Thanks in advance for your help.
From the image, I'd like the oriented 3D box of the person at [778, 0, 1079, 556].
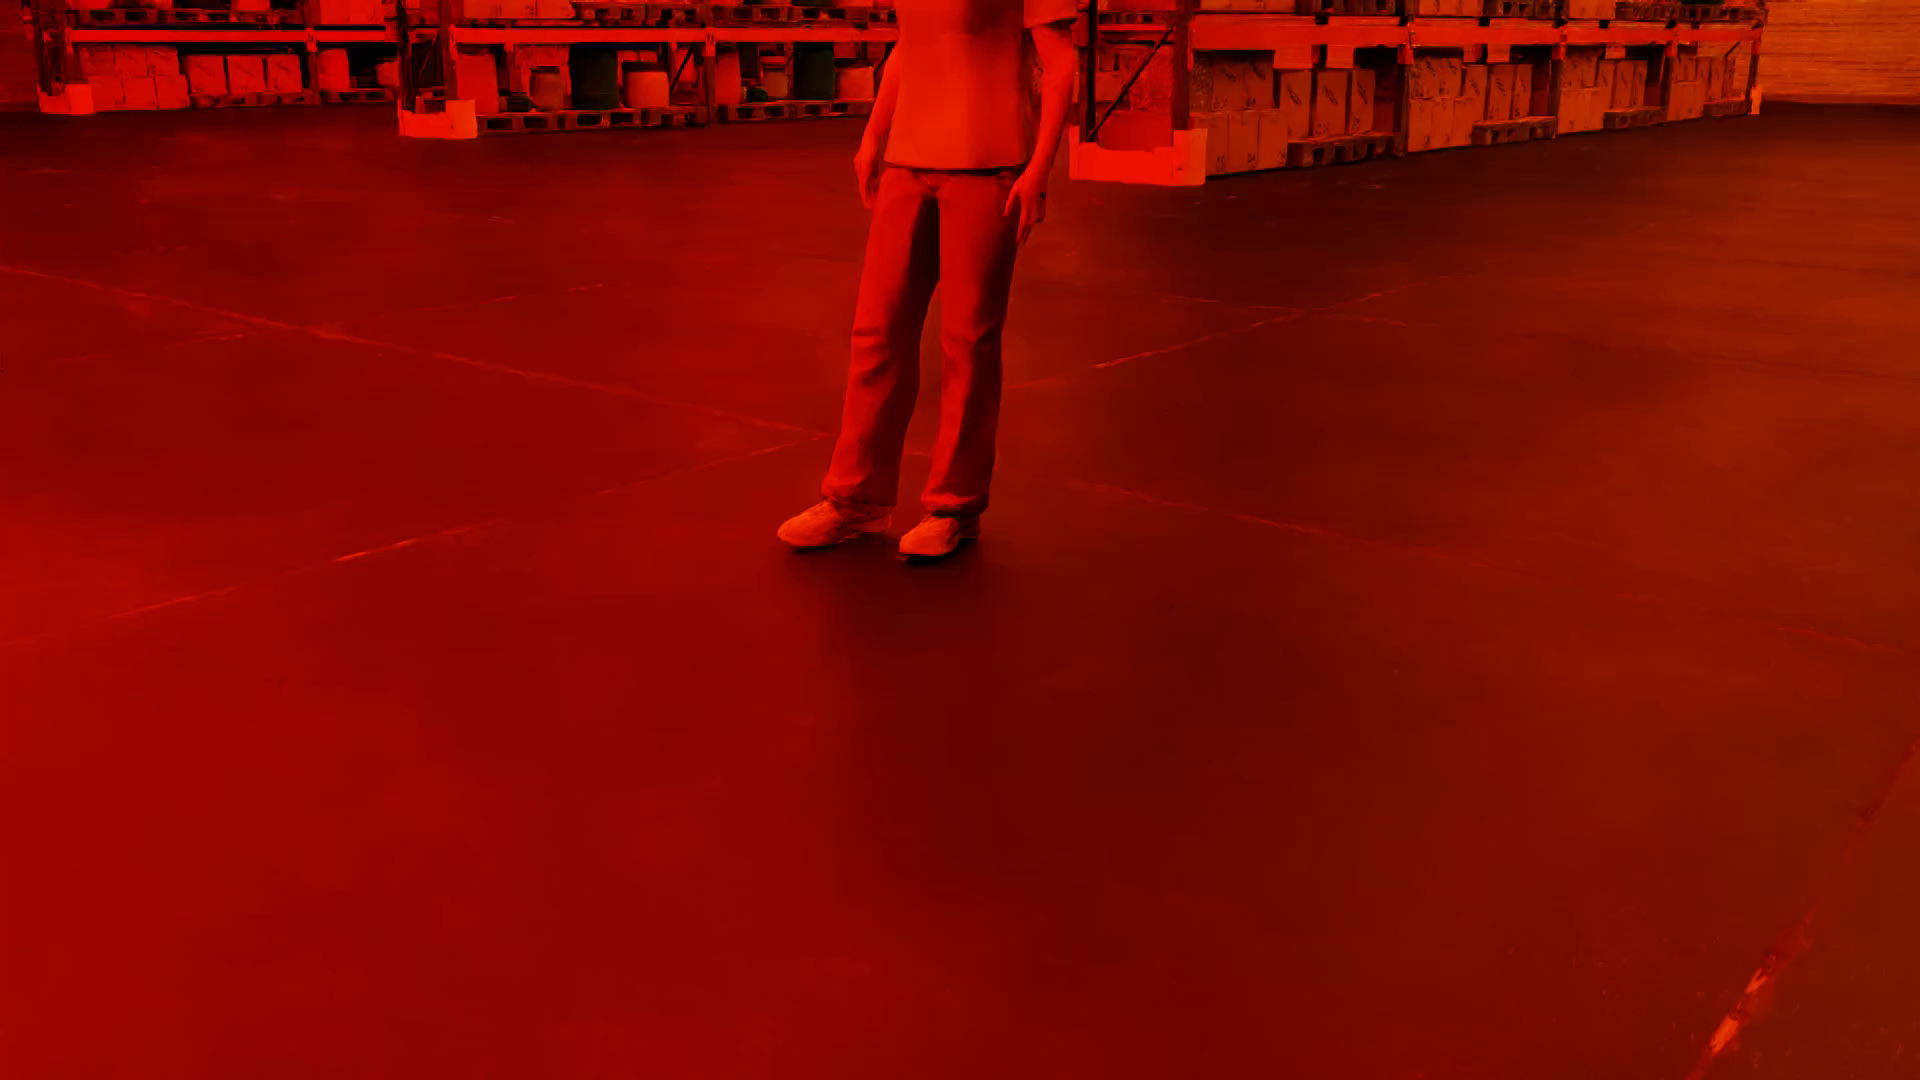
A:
[{"bbox_3d":[-0.056,-0.788,3.650,0.554,1.663,0.548,13,21,37],"label":"person"}]
